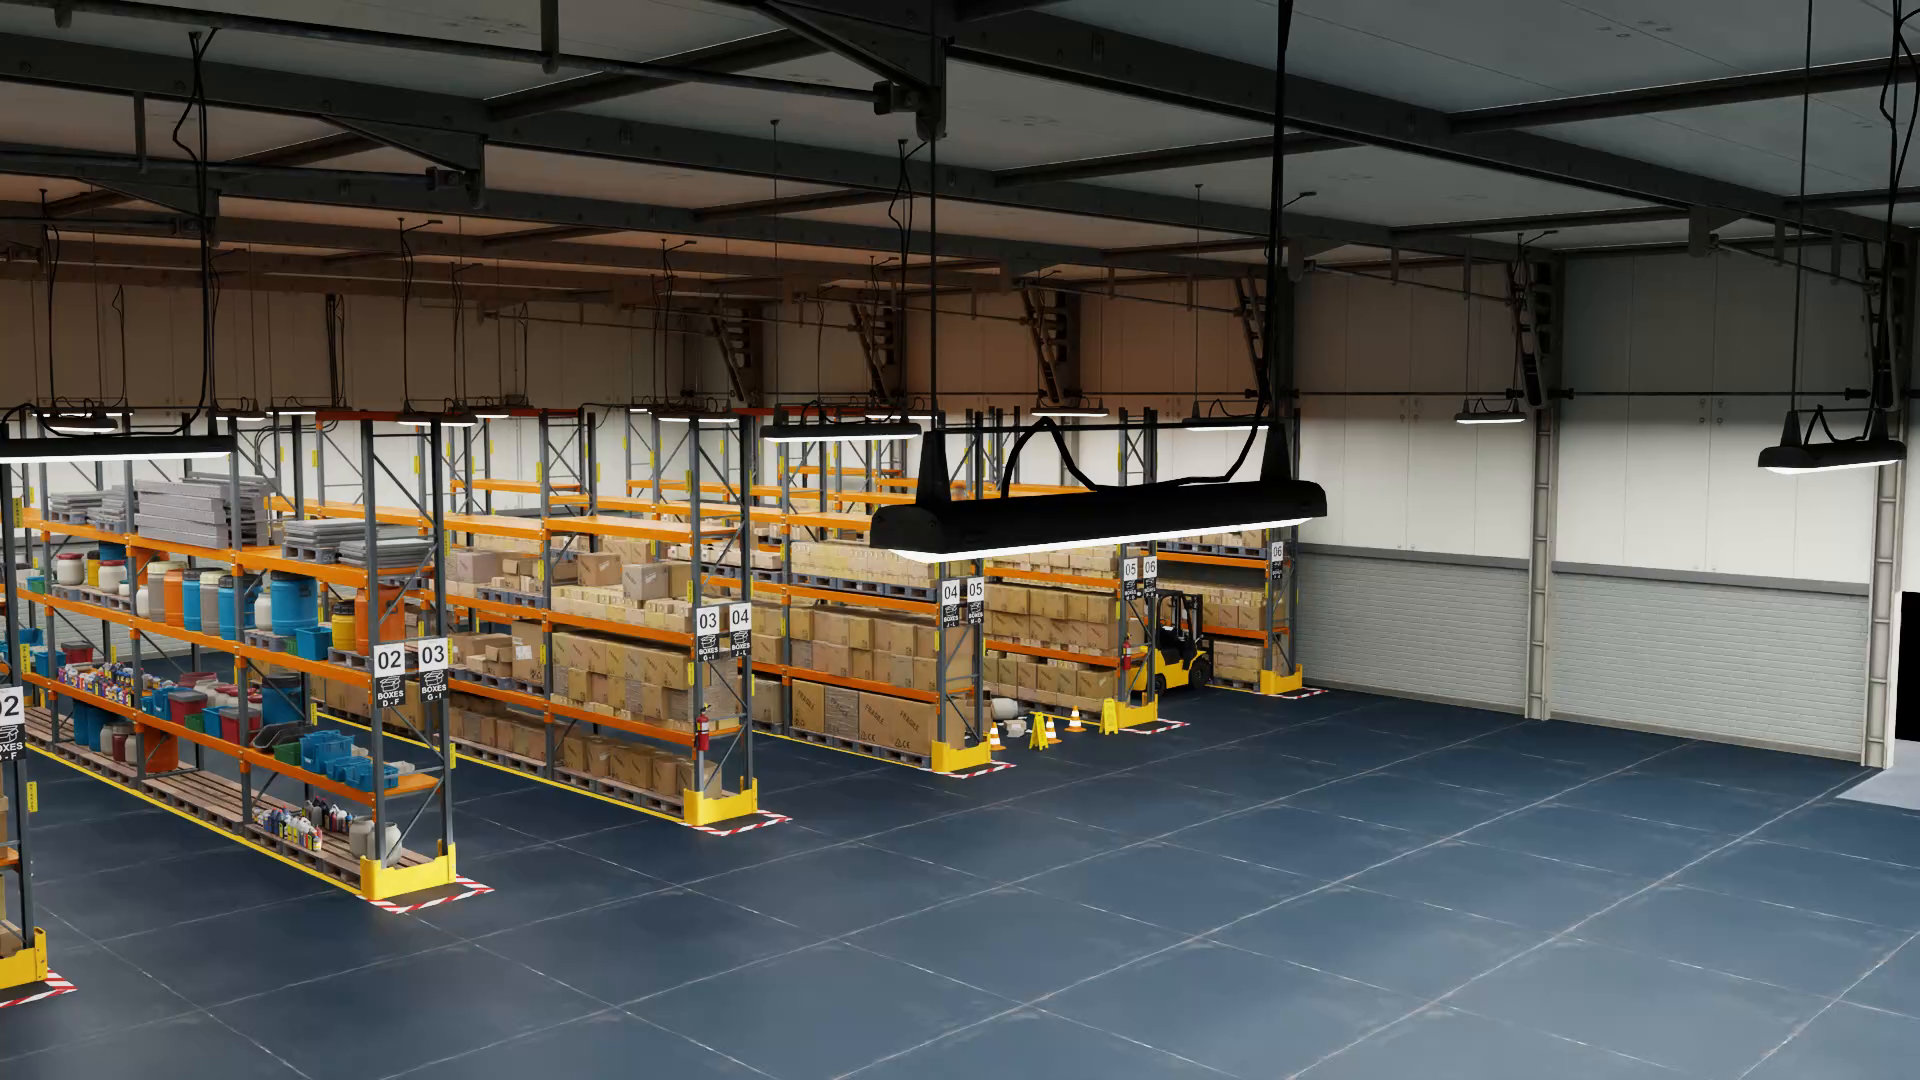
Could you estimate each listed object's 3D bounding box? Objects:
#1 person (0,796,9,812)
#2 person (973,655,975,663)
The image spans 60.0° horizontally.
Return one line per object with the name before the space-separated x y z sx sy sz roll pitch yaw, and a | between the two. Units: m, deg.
person | -12.989 3.442 21.664 8.000 1.939 4.602 3 6 27
person | 0.015 2.107 37.297 1.004 1.742 0.699 4 6 35
